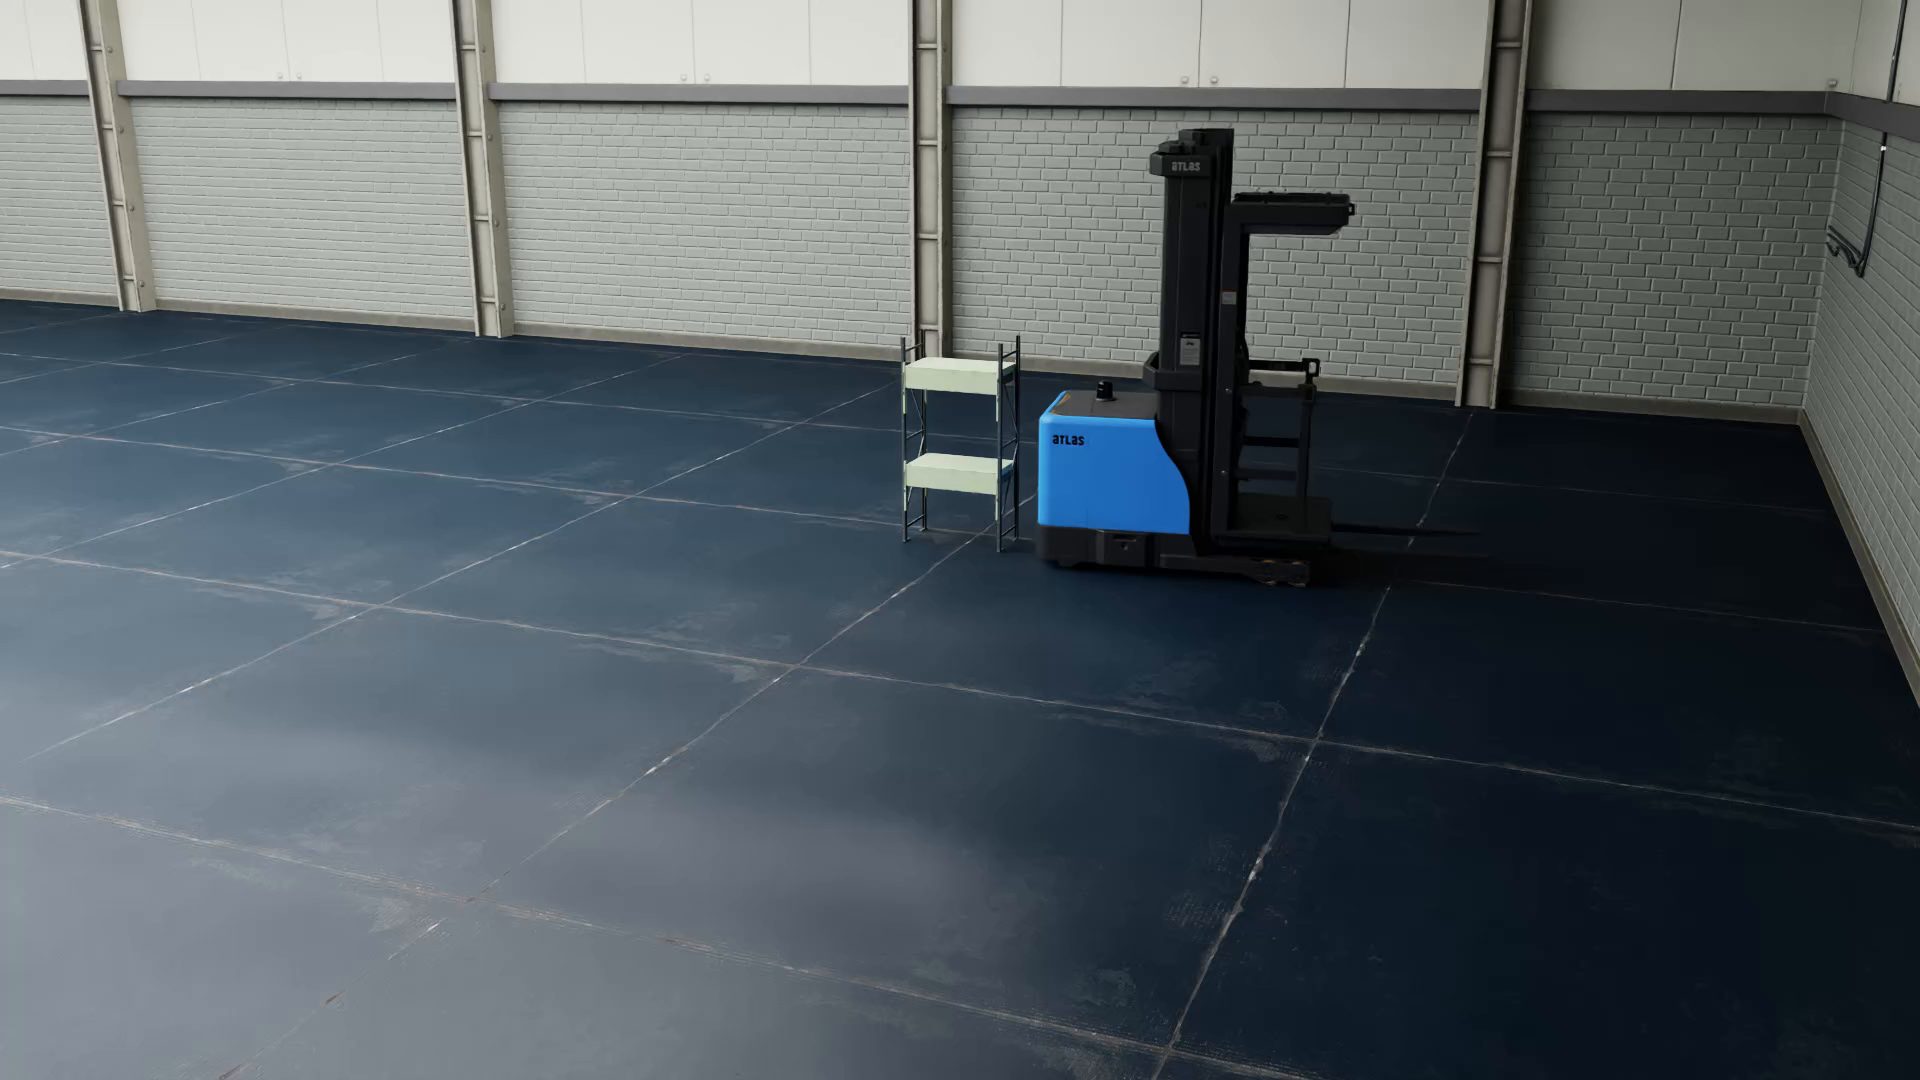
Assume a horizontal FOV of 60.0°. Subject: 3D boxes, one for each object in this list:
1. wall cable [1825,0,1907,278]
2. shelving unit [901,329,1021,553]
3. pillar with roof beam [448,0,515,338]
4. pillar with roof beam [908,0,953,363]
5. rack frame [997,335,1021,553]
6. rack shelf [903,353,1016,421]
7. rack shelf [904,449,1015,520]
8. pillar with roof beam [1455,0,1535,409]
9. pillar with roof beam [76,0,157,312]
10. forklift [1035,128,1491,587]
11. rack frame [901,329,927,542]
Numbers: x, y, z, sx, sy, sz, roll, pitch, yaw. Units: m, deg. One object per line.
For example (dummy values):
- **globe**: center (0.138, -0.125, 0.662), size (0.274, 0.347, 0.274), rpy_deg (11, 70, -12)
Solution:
- **wall cable**: center (7.513, -3.565, 13.883), size (0.112, 2.526, 3.097), rpy_deg (6, 17, 21)
- **shelving unit**: center (0.006, -0.720, 11.962), size (0.755, 1.500, 0.431), rpy_deg (6, 17, 21)
- **pillar with roof beam**: center (-7.485, -5.812, 16.052), size (0.400, 9.000, 9.100), rpy_deg (6, 17, 21)
- **pillar with roof beam**: center (-1.903, -5.198, 13.938), size (0.400, 9.000, 9.100), rpy_deg (6, 17, 21)
- **rack frame**: center (0.347, -0.682, 11.833), size (0.023, 1.500, 0.400), rpy_deg (6, 17, 21)
- **rack shelf**: center (0.006, -1.094, 11.853), size (0.720, 0.370, 0.431), rpy_deg (6, 17, 21)
- **rack shelf**: center (0.006, -0.406, 12.053), size (0.720, 0.370, 0.431), rpy_deg (6, 17, 21)
- **pillar with roof beam**: center (3.678, -4.584, 11.823), size (0.400, 9.000, 9.100), rpy_deg (6, 17, 21)
- **pillar with roof beam**: center (-13.066, -6.425, 18.166), size (0.400, 9.000, 9.100), rpy_deg (6, 17, 21)
- **forklift**: center (2.096, -1.258, 11.248), size (3.031, 2.935, 1.130), rpy_deg (4, 17, 12)
- **rack frame**: center (-0.334, -0.757, 12.091), size (0.023, 1.500, 0.400), rpy_deg (6, 17, 21)
